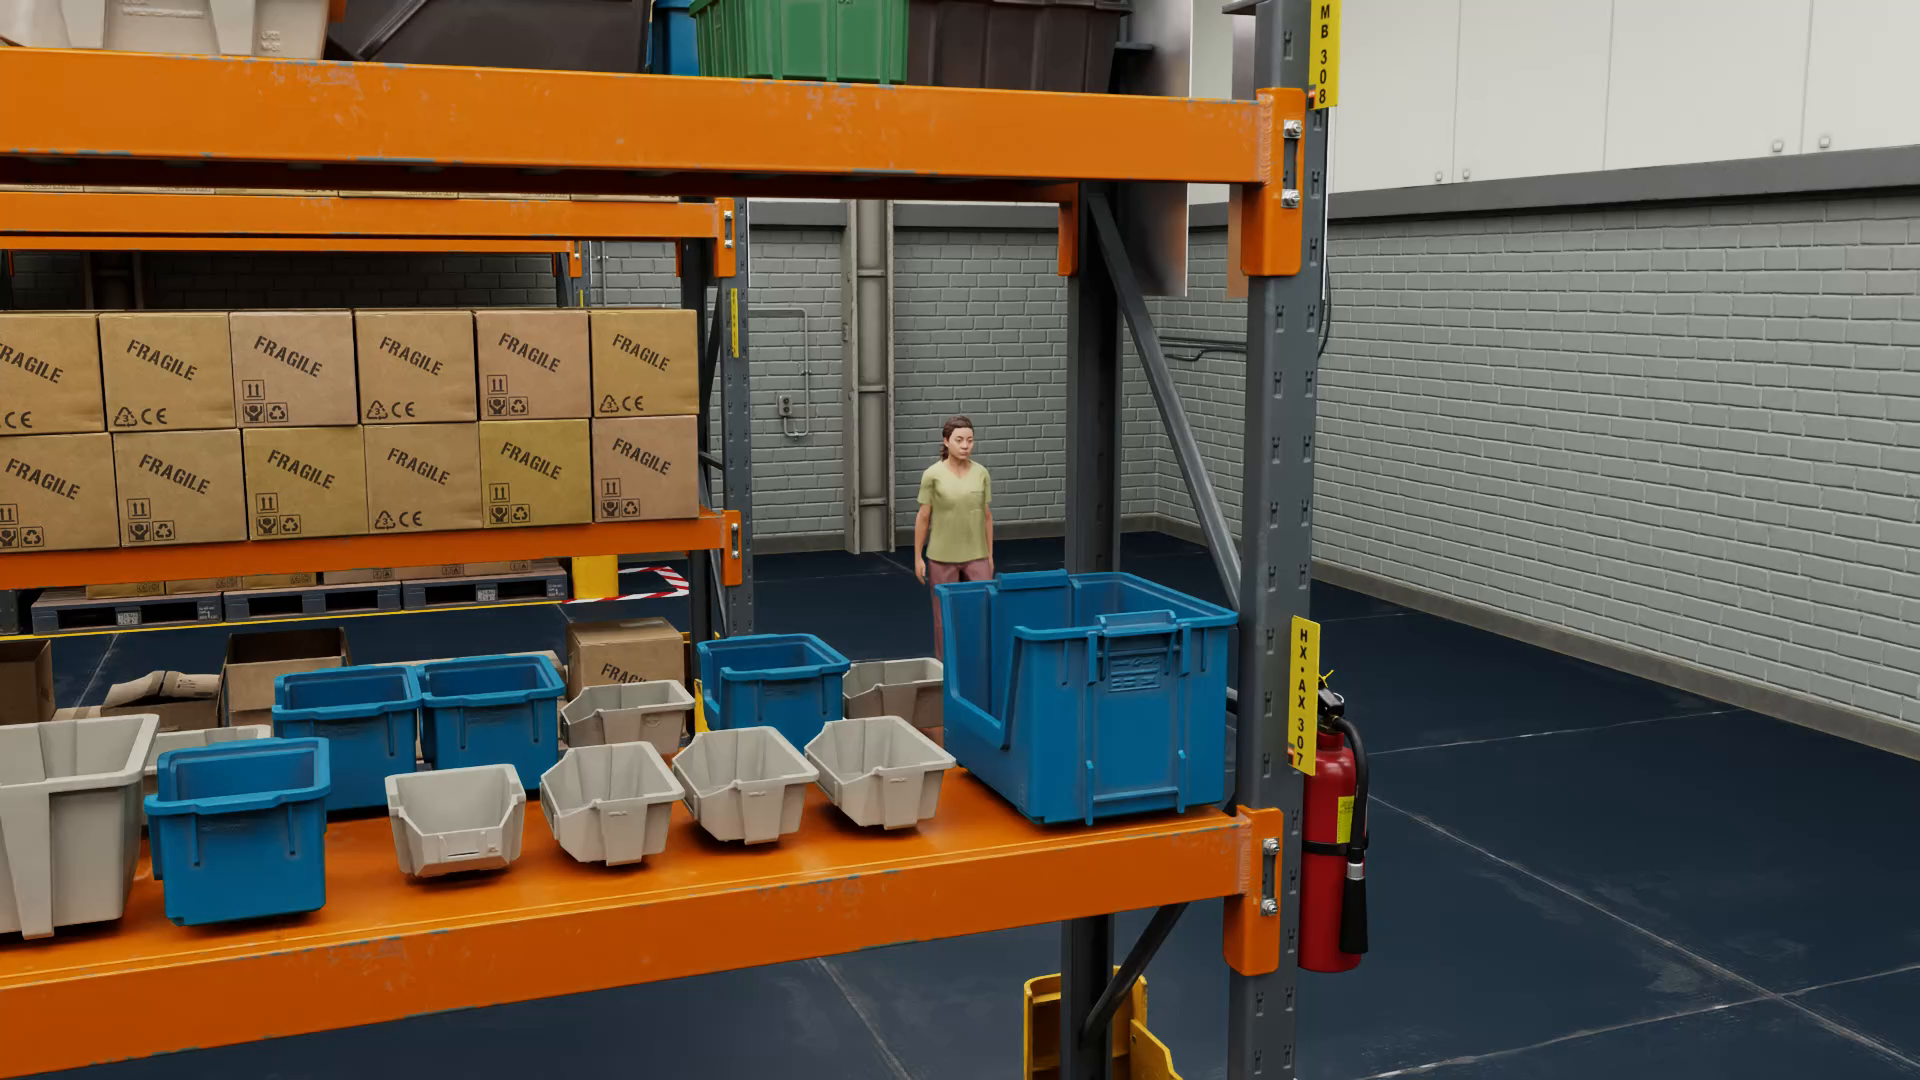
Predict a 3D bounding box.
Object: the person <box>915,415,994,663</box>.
[{"bbox_3d":[-0.012,0.159,9.529,0.476,1.743,0.424,-2,9,-13],"label":"person"}]
